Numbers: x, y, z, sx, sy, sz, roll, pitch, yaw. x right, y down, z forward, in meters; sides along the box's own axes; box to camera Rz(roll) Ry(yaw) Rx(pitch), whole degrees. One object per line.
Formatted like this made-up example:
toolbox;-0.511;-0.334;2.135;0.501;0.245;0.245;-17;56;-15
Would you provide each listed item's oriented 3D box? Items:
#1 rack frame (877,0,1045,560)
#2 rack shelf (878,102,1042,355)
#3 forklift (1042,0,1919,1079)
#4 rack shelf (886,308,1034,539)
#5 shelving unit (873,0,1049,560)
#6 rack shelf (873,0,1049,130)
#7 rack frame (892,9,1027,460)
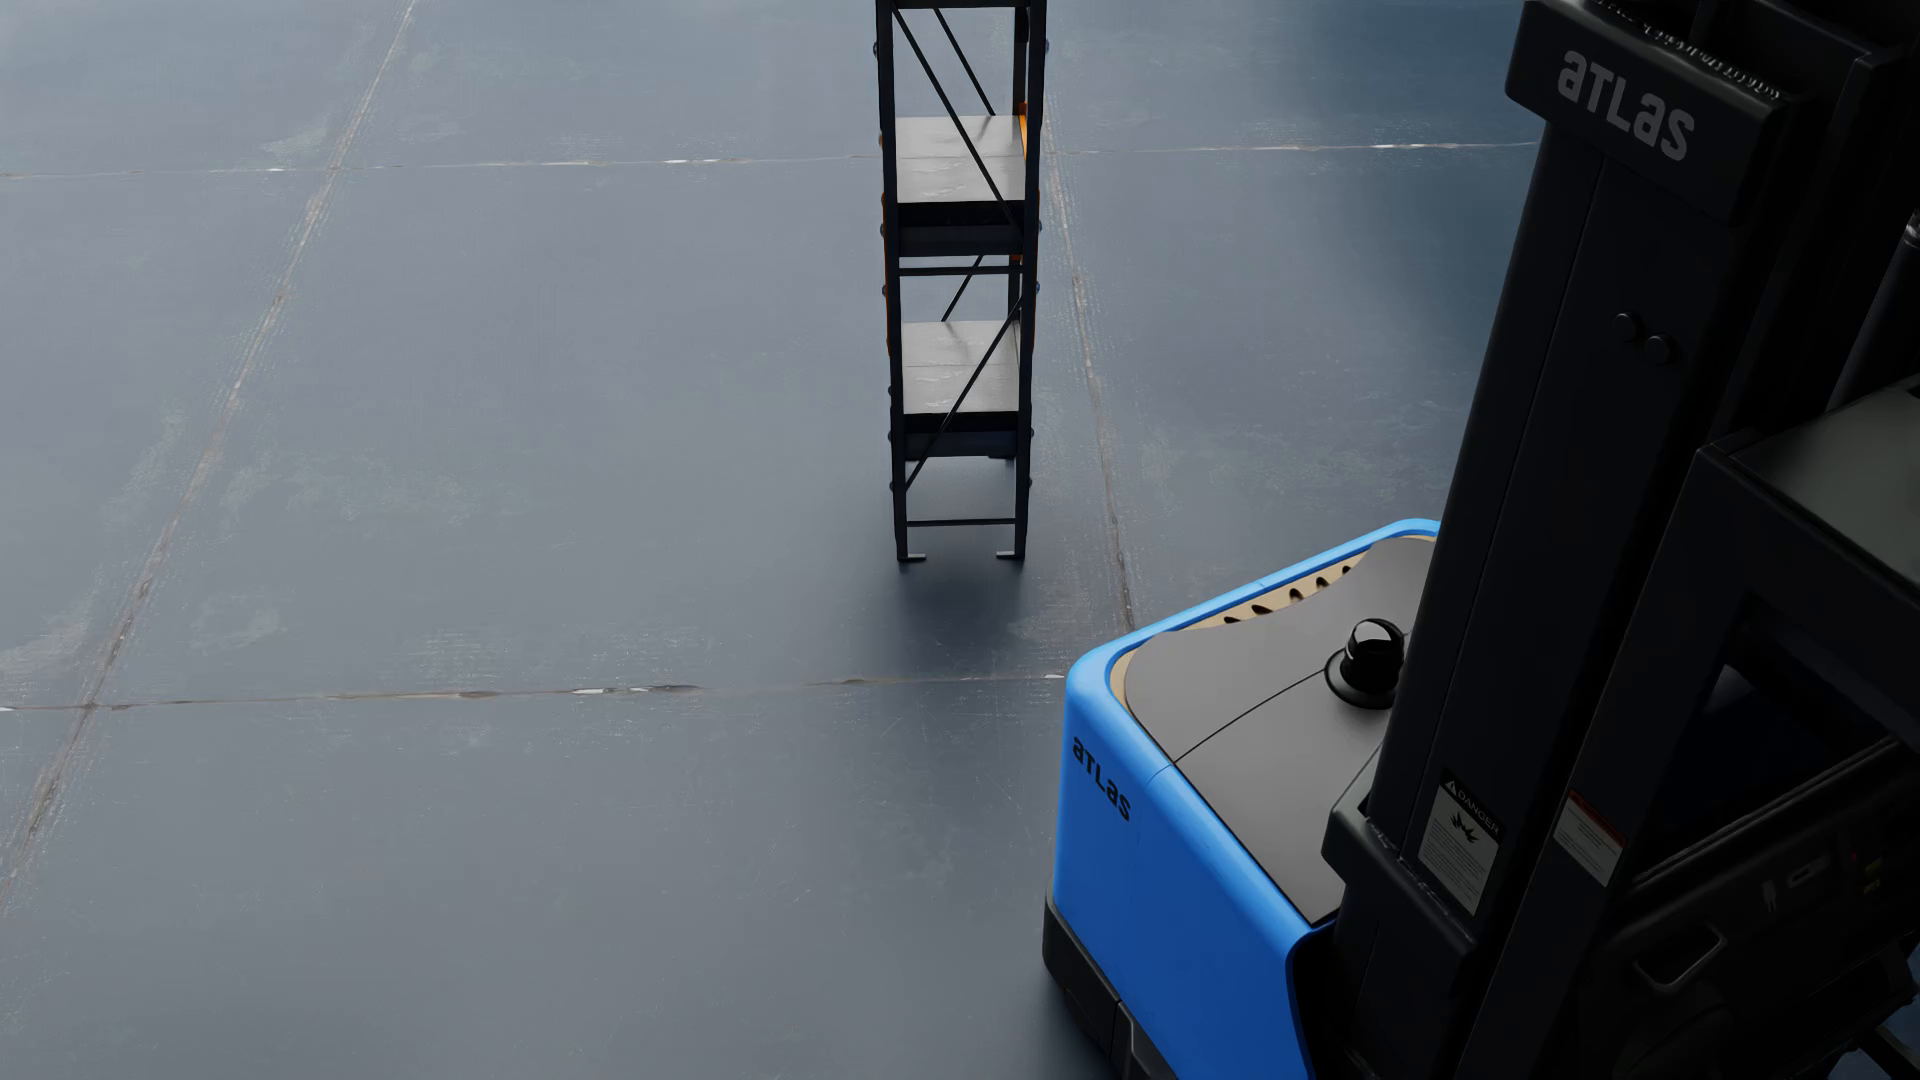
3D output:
rack frame;0.003;-0.721;4.483;0.400;2.100;0.015;-2;43;-2
rack shelf;-0.007;-0.876;4.672;0.431;0.518;0.480;-2;43;-2
forklift;1.360;0.667;2.353;1.130;2.935;3.031;-21;46;-21
rack shelf;-0.007;-0.360;5.145;0.431;0.518;0.480;-2;43;-2
shelving unit;-0.007;-0.886;4.662;0.431;2.100;0.503;-2;43;-2
rack shelf;-0.007;-1.392;4.199;0.431;0.518;0.480;-2;43;-2
rack frame;-0.017;-1.050;4.842;0.400;2.100;0.015;-2;43;-2
